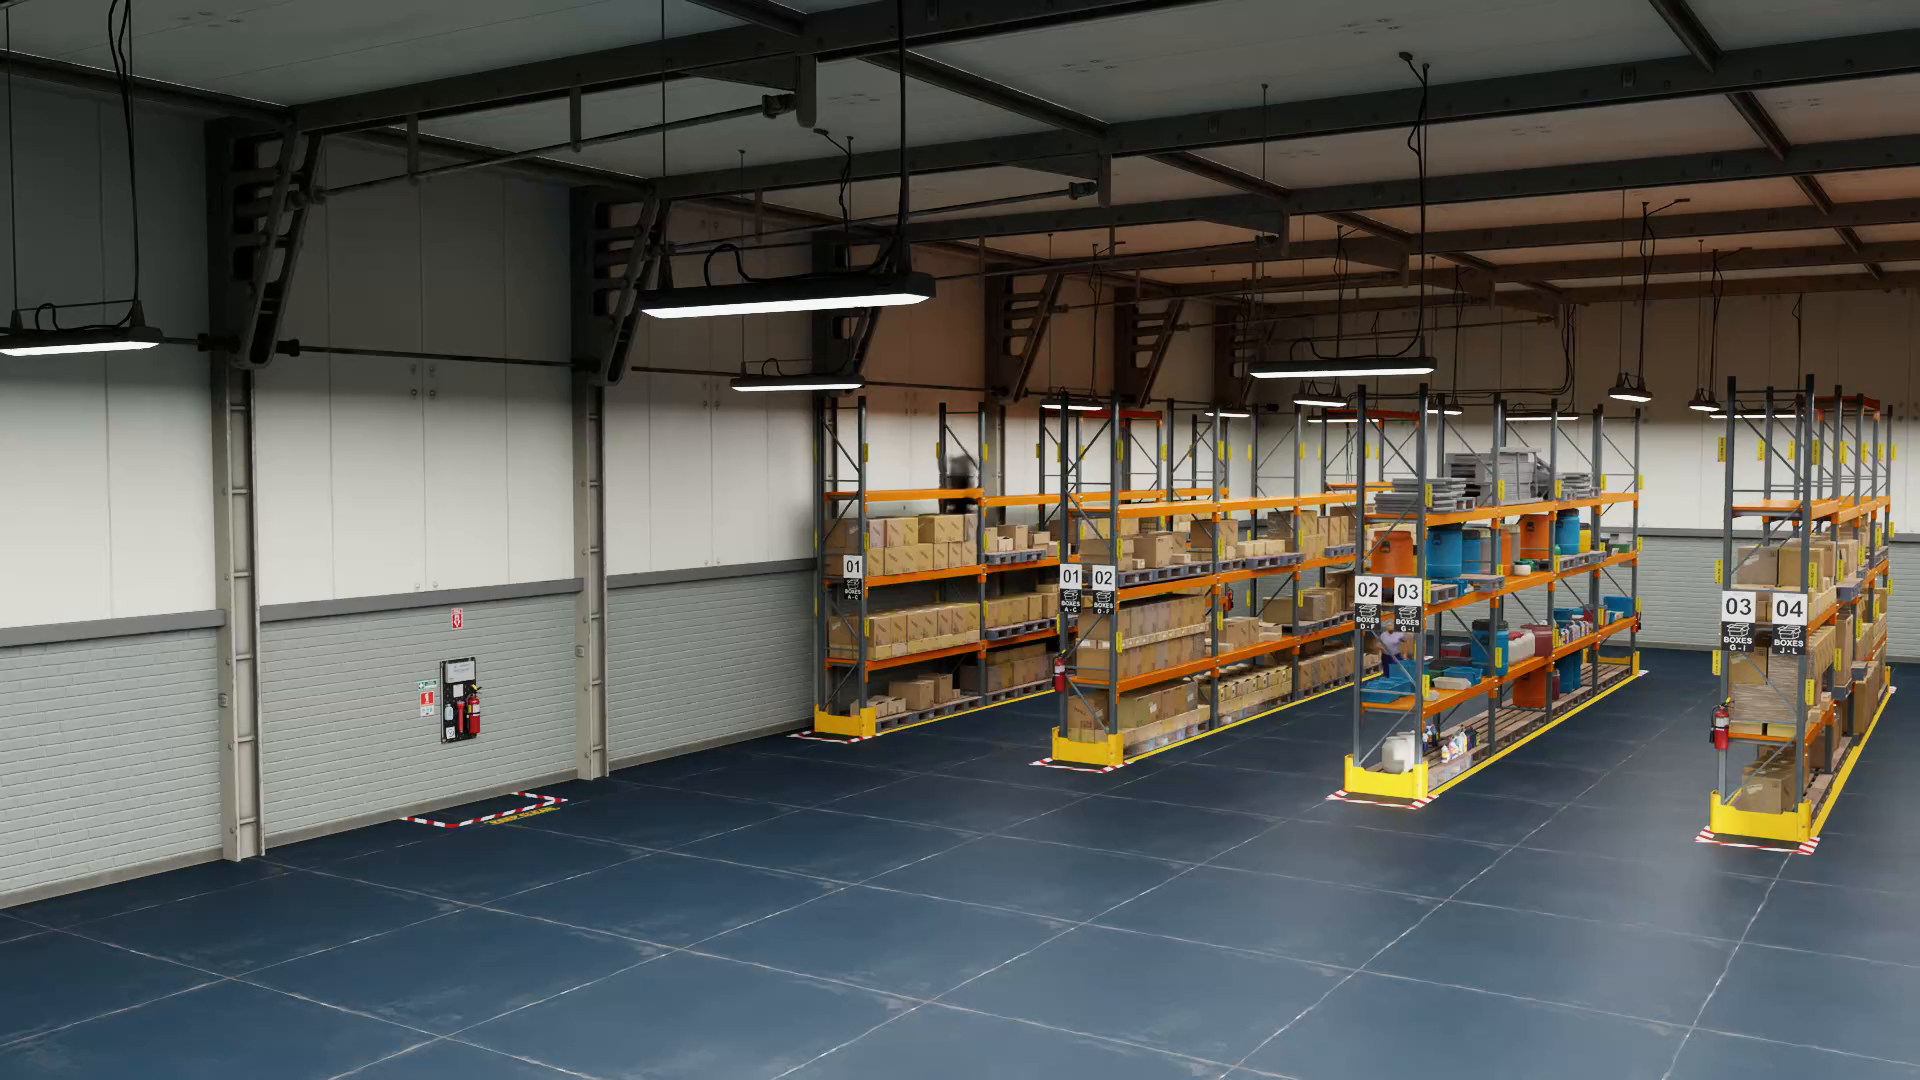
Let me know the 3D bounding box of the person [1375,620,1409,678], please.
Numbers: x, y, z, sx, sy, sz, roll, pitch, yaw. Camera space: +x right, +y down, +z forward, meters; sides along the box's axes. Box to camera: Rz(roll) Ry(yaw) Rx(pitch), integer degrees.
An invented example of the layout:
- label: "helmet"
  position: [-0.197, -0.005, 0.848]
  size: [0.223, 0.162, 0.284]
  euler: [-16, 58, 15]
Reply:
- label: "person"
  position: [8.612, 2.430, 33.181]
  size: [0.594, 1.695, 0.852]
  euler: [2, 3, 30]
